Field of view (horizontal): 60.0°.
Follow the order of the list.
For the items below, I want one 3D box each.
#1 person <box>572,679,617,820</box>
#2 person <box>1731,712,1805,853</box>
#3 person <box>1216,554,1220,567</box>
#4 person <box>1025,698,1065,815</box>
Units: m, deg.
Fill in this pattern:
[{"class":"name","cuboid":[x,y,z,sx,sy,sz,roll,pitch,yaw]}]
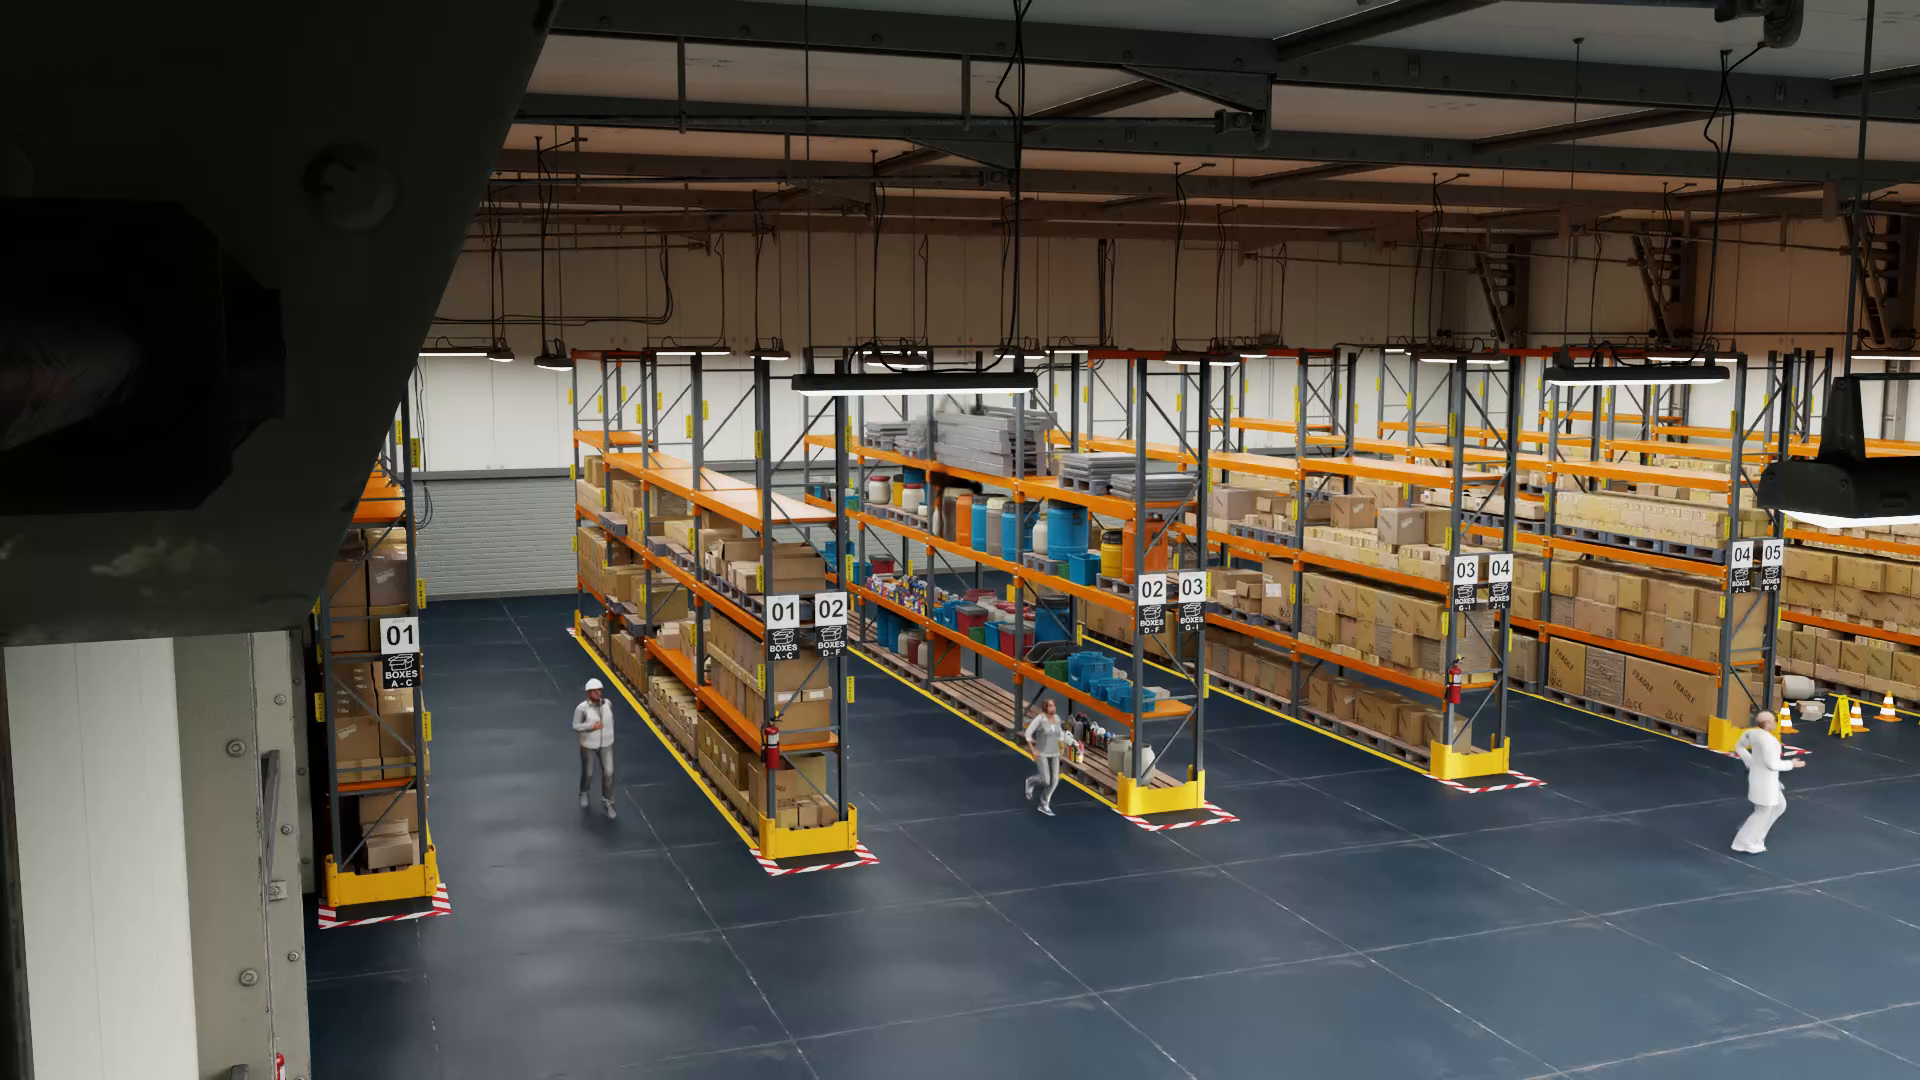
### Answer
[{"class":"person","cuboid":[-4.815,2.722,21.925,0.638,1.828,0.829,-4,8,-32]},{"class":"person","cuboid":[9.814,2.956,20.212,0.754,1.777,0.669,1,7,11]},{"class":"person","cuboid":[6.544,0.351,41.439,0.651,1.722,0.593,-4,8,-29]},{"class":"person","cuboid":[1.137,2.852,22.007,0.547,1.549,0.565,-4,8,-28]}]
